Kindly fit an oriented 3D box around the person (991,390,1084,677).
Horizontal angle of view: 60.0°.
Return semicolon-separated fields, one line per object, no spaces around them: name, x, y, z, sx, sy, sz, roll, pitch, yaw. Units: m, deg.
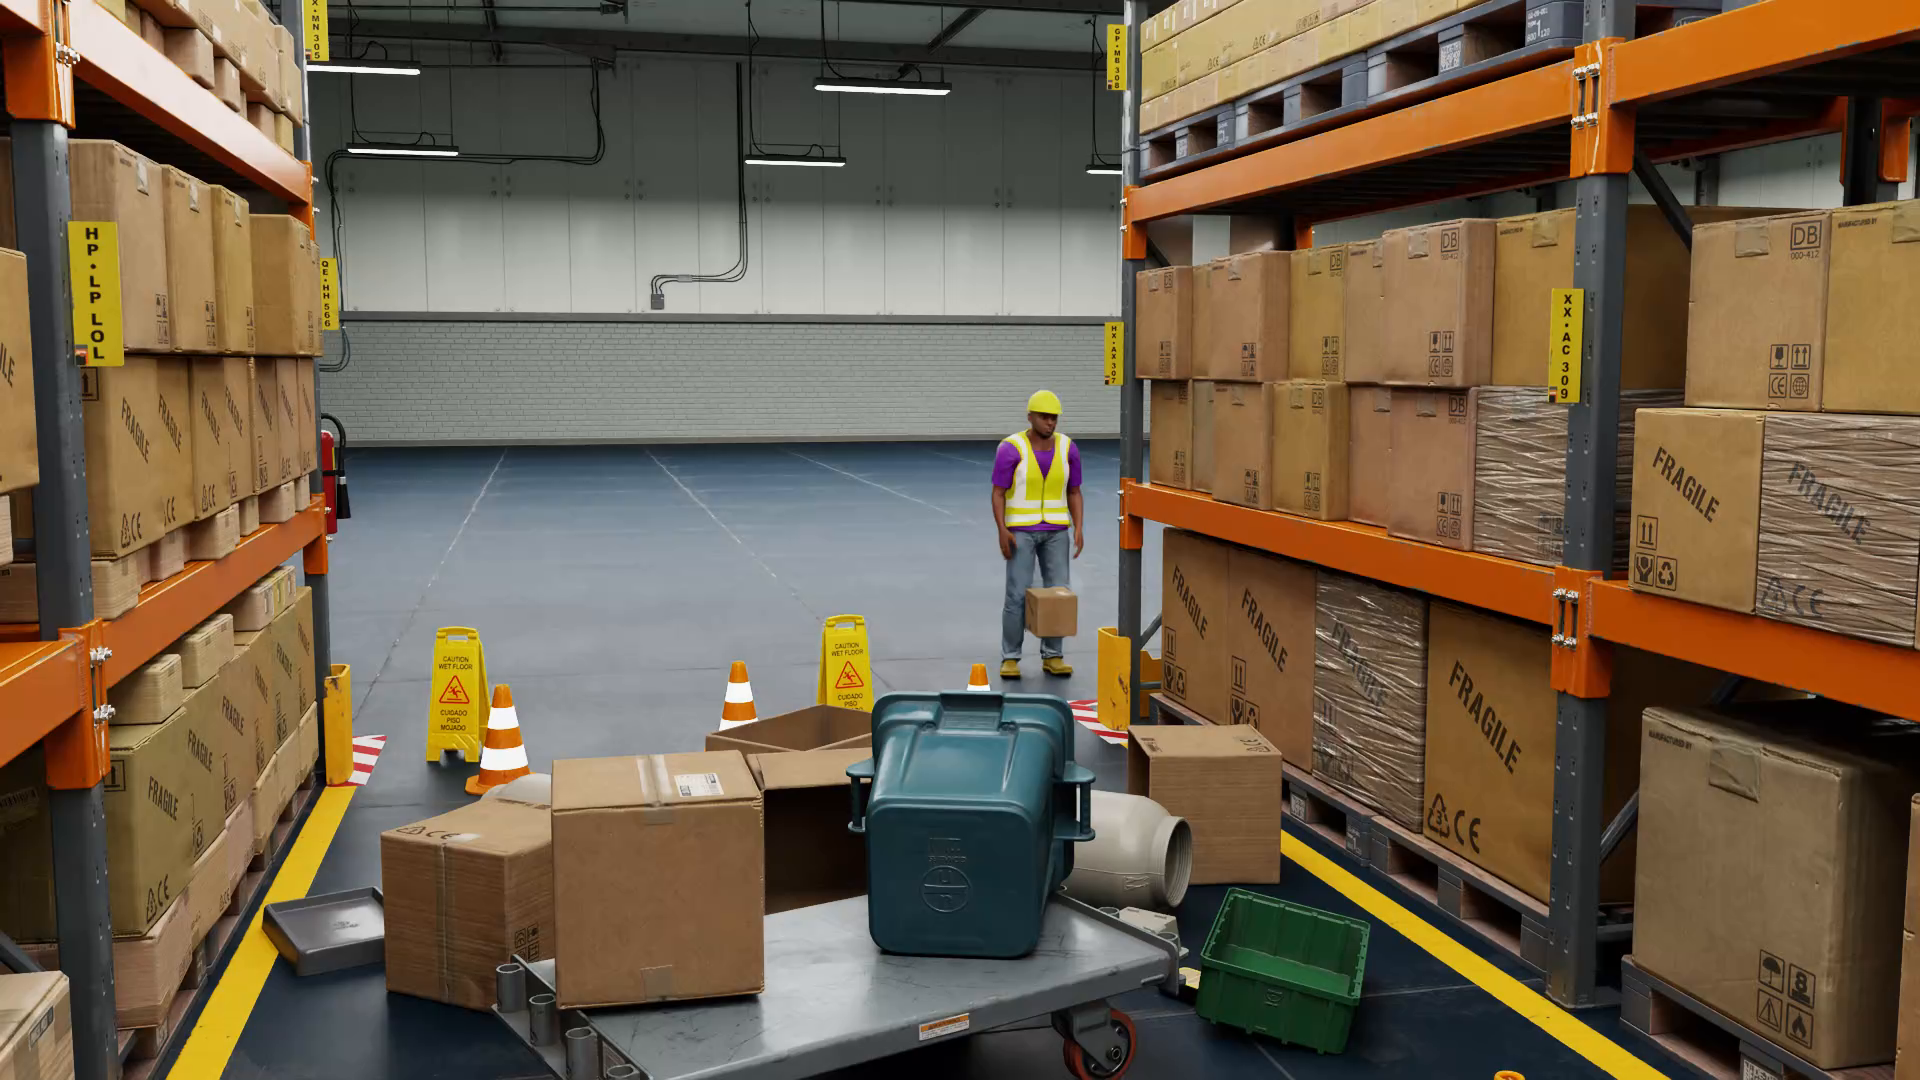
person;0.486;-0.046;10.289;0.595;1.764;0.435;-2;6;-15
